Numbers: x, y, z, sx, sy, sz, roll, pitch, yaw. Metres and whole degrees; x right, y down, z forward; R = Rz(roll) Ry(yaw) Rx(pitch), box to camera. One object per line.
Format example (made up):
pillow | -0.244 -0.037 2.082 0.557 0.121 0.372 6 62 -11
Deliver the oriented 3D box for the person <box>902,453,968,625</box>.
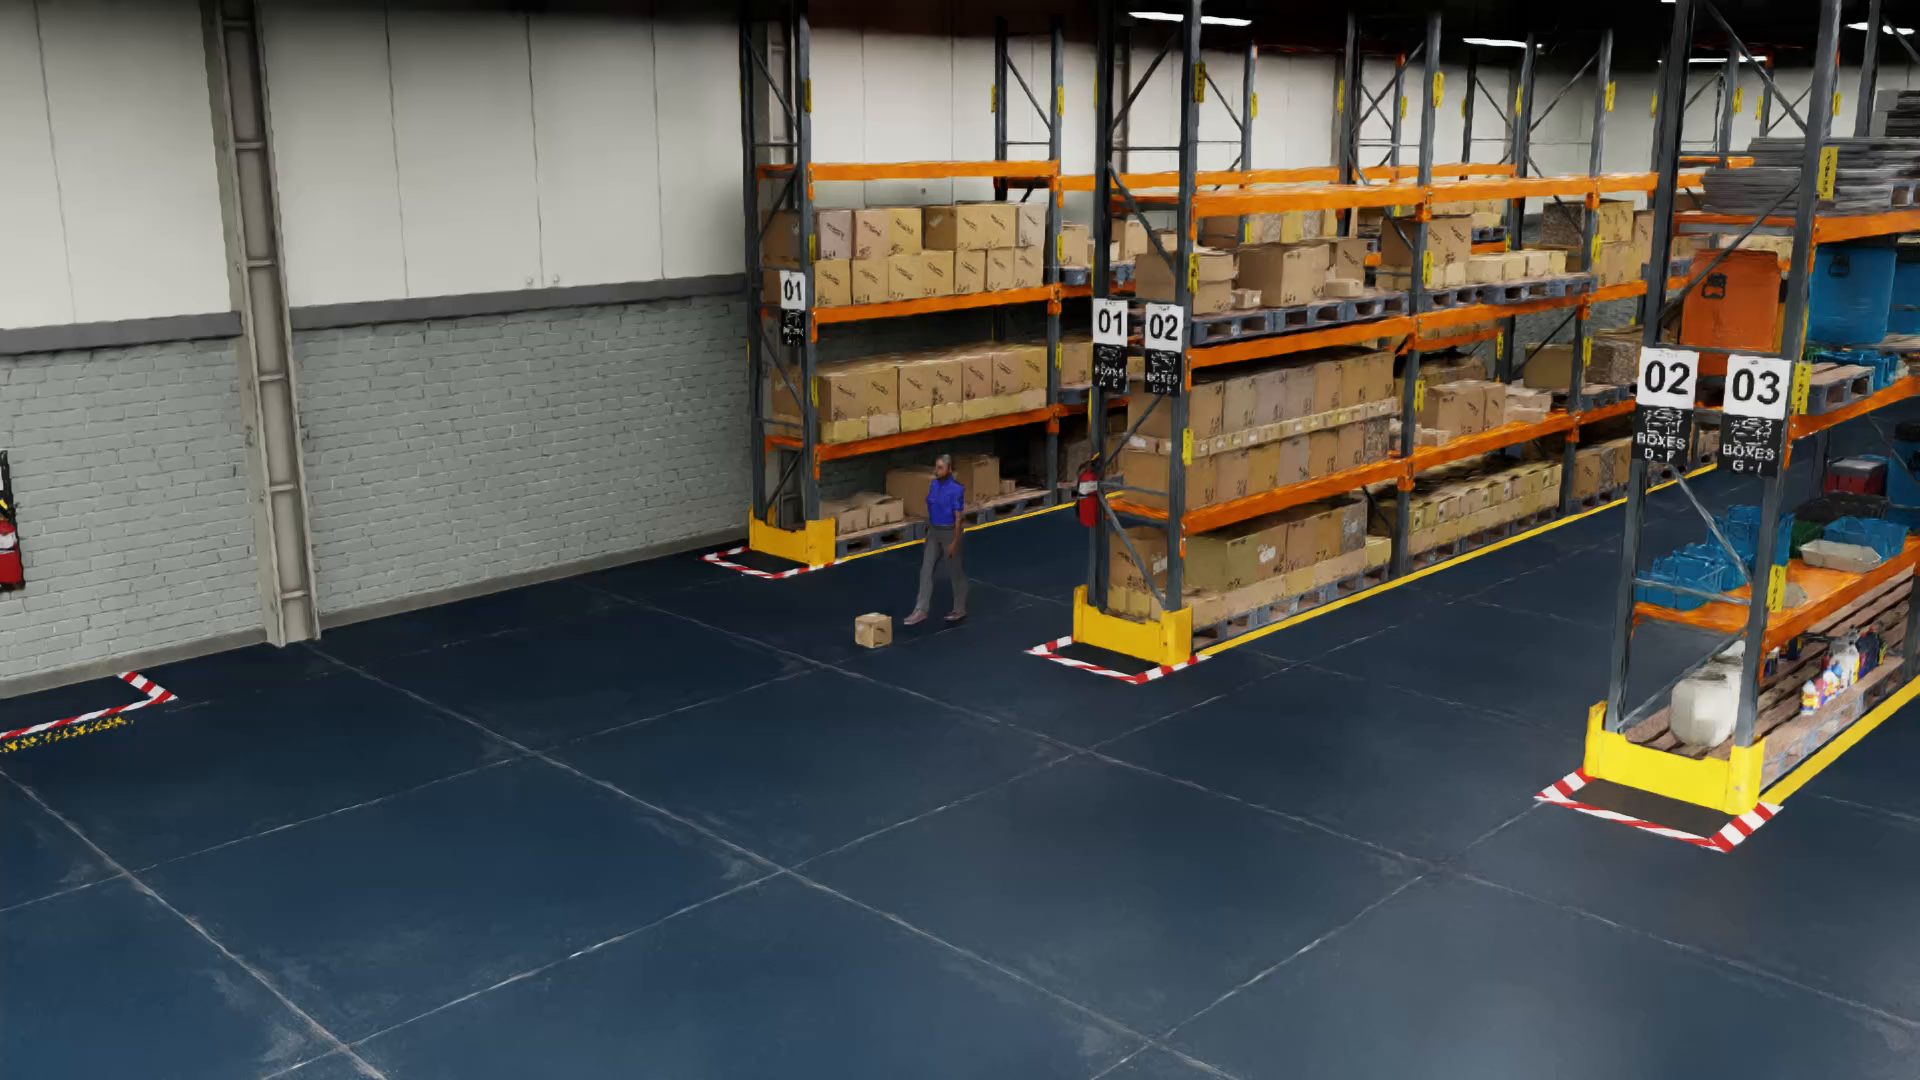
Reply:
person | -0.191 -0.010 15.988 0.459 1.646 0.679 12 18 40
